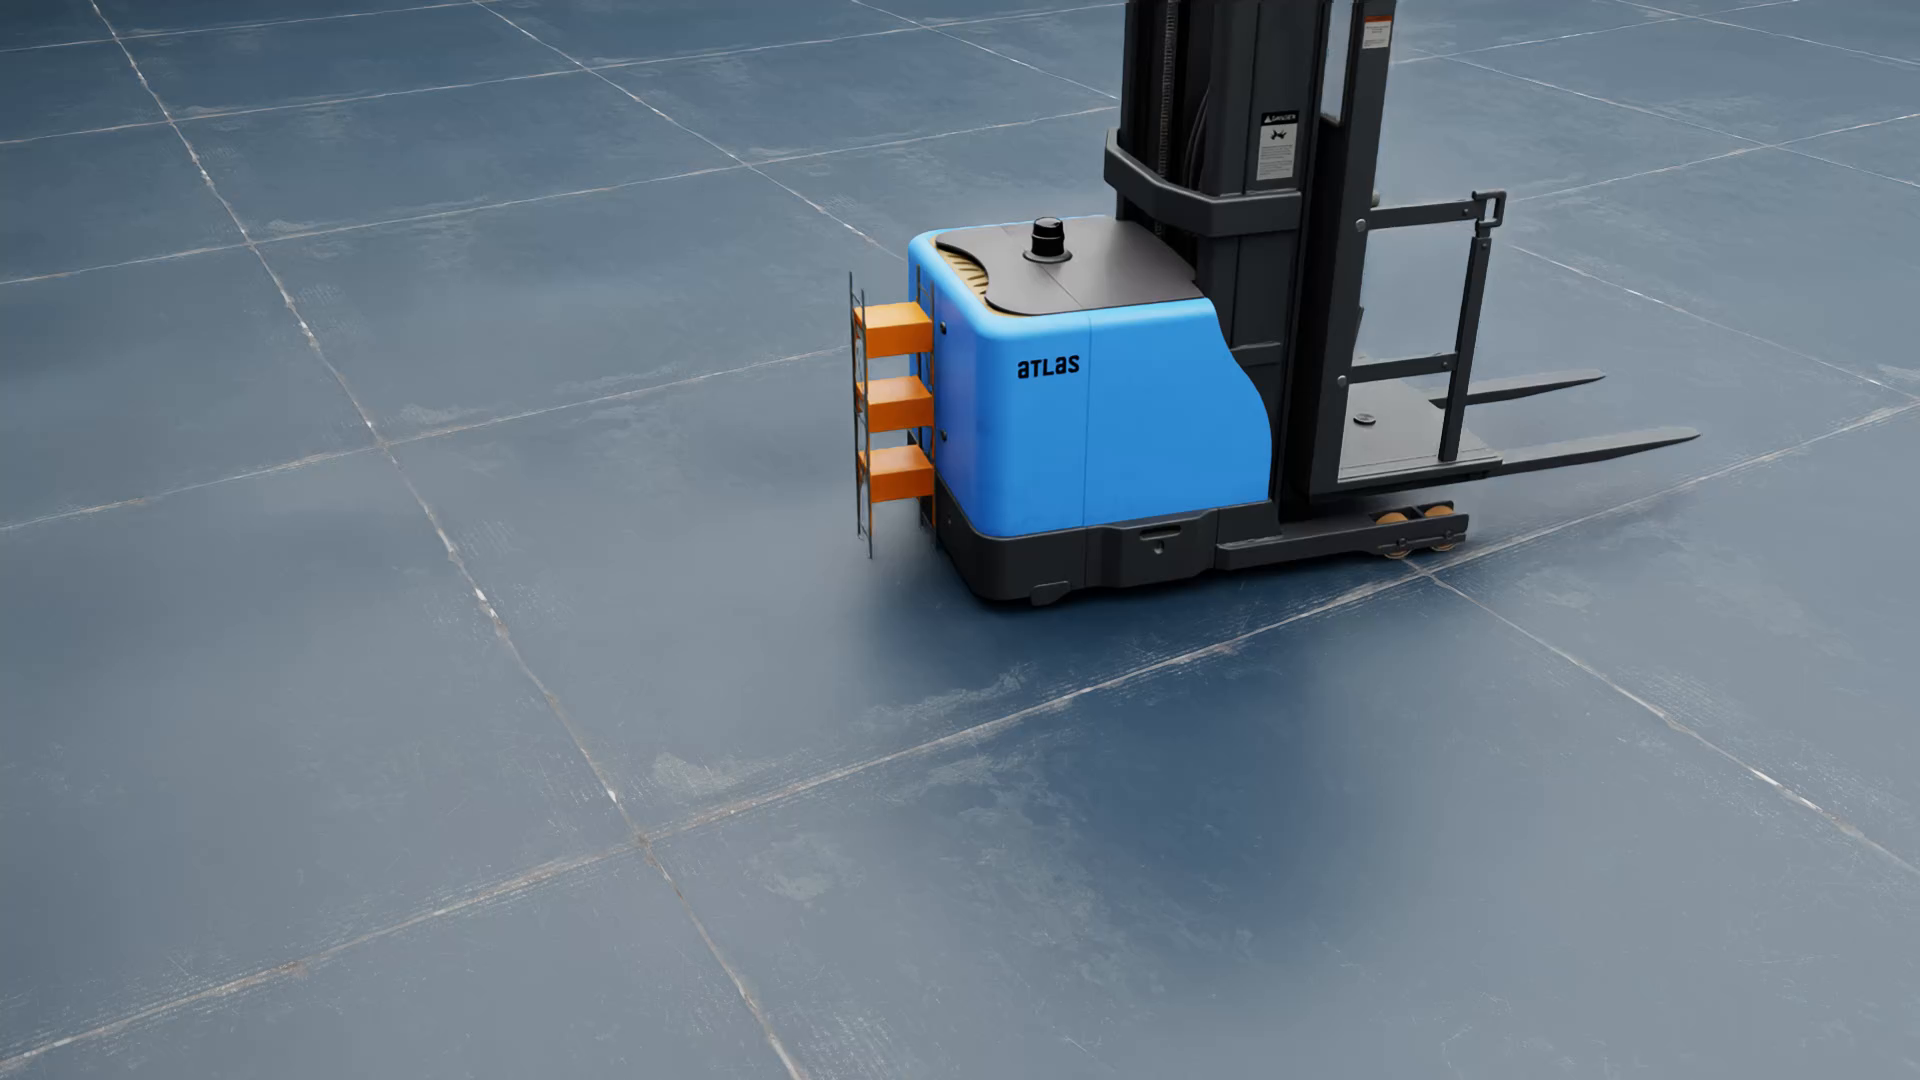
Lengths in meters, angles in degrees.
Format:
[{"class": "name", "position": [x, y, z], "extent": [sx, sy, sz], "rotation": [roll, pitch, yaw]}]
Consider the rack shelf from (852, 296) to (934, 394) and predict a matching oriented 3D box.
[{"class": "rack shelf", "position": [-0.237, -0.687, 5.842], "extent": [0.240, 0.259, 0.215], "rotation": [-8, 30, -14]}]

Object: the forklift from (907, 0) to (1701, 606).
[{"class": "forklift", "position": [1.372, -1.450, 5.844], "extent": [3.031, 2.935, 1.130], "rotation": [-8, 30, -14]}]

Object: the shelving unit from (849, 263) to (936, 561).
[{"class": "shelving unit", "position": [-0.237, -0.447, 5.974], "extent": [0.252, 1.050, 0.215], "rotation": [-8, 30, -14]}]

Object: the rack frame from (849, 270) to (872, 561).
[{"class": "rack frame", "position": [-0.354, -0.431, 5.944], "extent": [0.008, 1.050, 0.200], "rotation": [-8, 30, -14]}]

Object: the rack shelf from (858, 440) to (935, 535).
[{"class": "rack shelf", "position": [-0.237, -0.195, 6.114], "extent": [0.240, 0.259, 0.215], "rotation": [-8, 30, -14]}]

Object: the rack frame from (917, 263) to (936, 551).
[{"class": "rack frame", "position": [-0.120, -0.464, 6.005], "extent": [0.008, 1.050, 0.200], "rotation": [-8, 30, -14]}]

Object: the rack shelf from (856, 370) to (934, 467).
[{"class": "rack shelf", "position": [-0.237, -0.438, 5.979], "extent": [0.240, 0.259, 0.215], "rotation": [-8, 30, -14]}]
